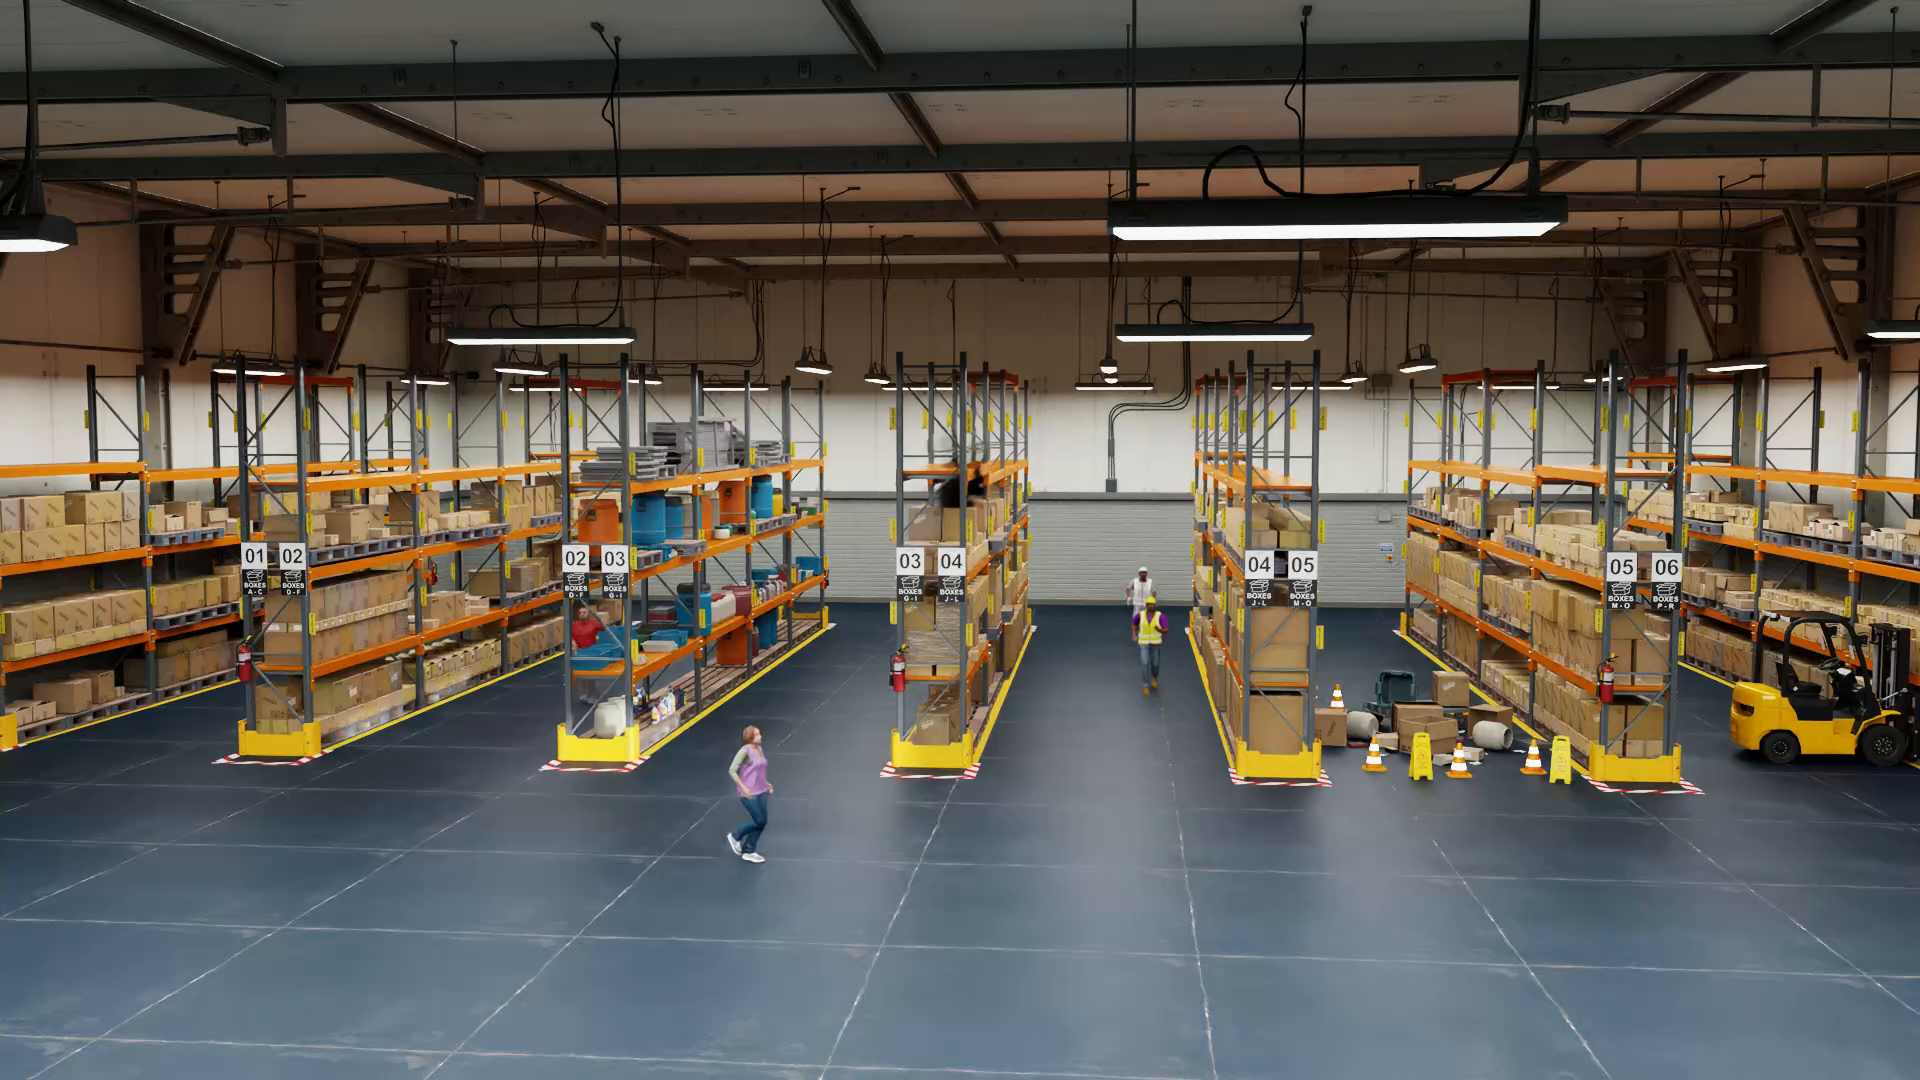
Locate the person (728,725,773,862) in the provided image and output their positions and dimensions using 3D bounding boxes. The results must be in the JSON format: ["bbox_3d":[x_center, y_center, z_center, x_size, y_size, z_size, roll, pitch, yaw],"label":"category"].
[{"bbox_3d":[-2.397,2.884,18.921,0.493,1.564,0.534,2,5,27],"label":"person"}]

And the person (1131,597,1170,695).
[{"bbox_3d":[3.499,1.918,30.590,0.699,1.759,0.980,0,4,6],"label":"person"}]

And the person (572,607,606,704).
[{"bbox_3d":[-6.644,2.067,29.517,0.677,1.768,0.718,0,4,4],"label":"person"}]

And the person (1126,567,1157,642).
[{"bbox_3d":[4.084,1.471,37.304,0.670,1.742,0.619,0,4,0],"label":"person"}]
